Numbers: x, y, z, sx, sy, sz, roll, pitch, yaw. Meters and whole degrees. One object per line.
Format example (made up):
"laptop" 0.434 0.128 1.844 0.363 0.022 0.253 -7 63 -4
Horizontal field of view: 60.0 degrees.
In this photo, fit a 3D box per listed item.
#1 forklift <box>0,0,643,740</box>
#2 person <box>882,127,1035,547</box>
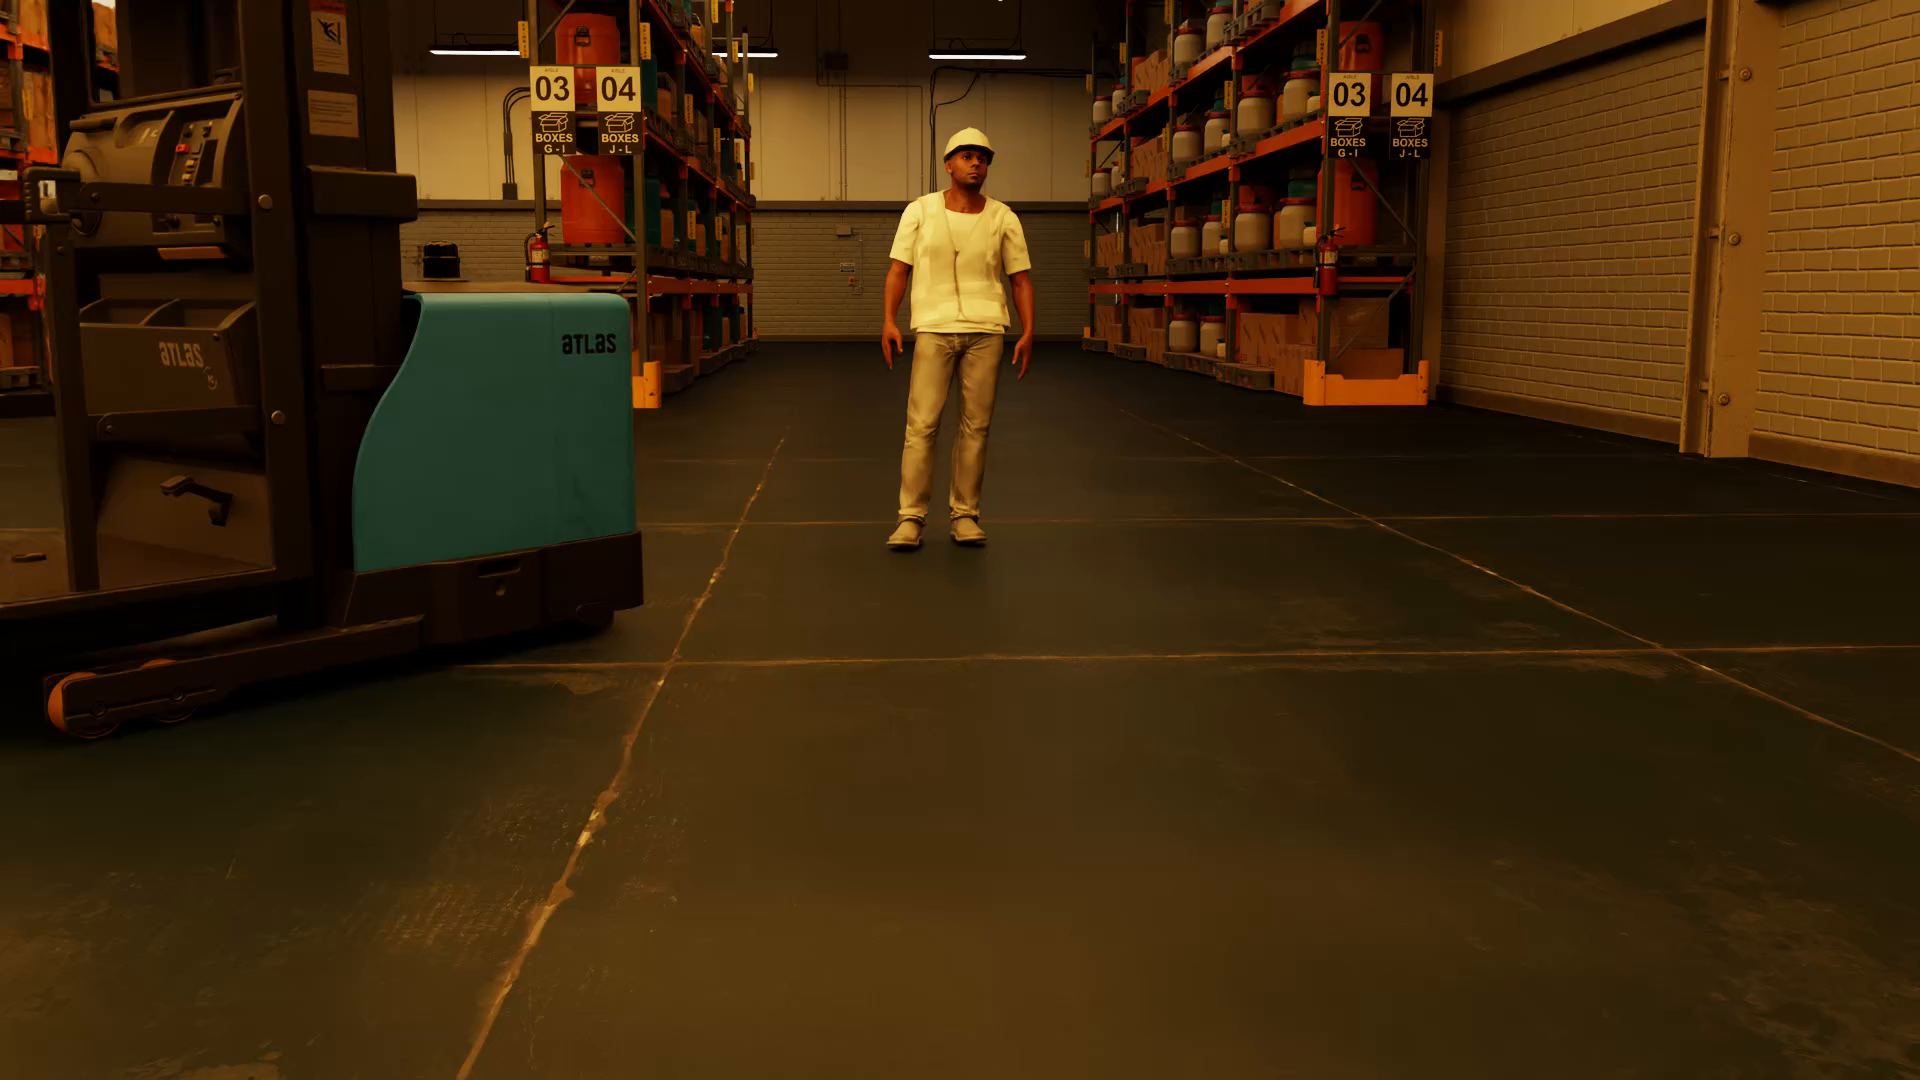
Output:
"forklift" -2.342 -1.046 4.373 1.130 2.935 3.031 7 11 38
"person" -0.002 -0.871 7.110 0.666 1.765 0.577 -1 8 -4
